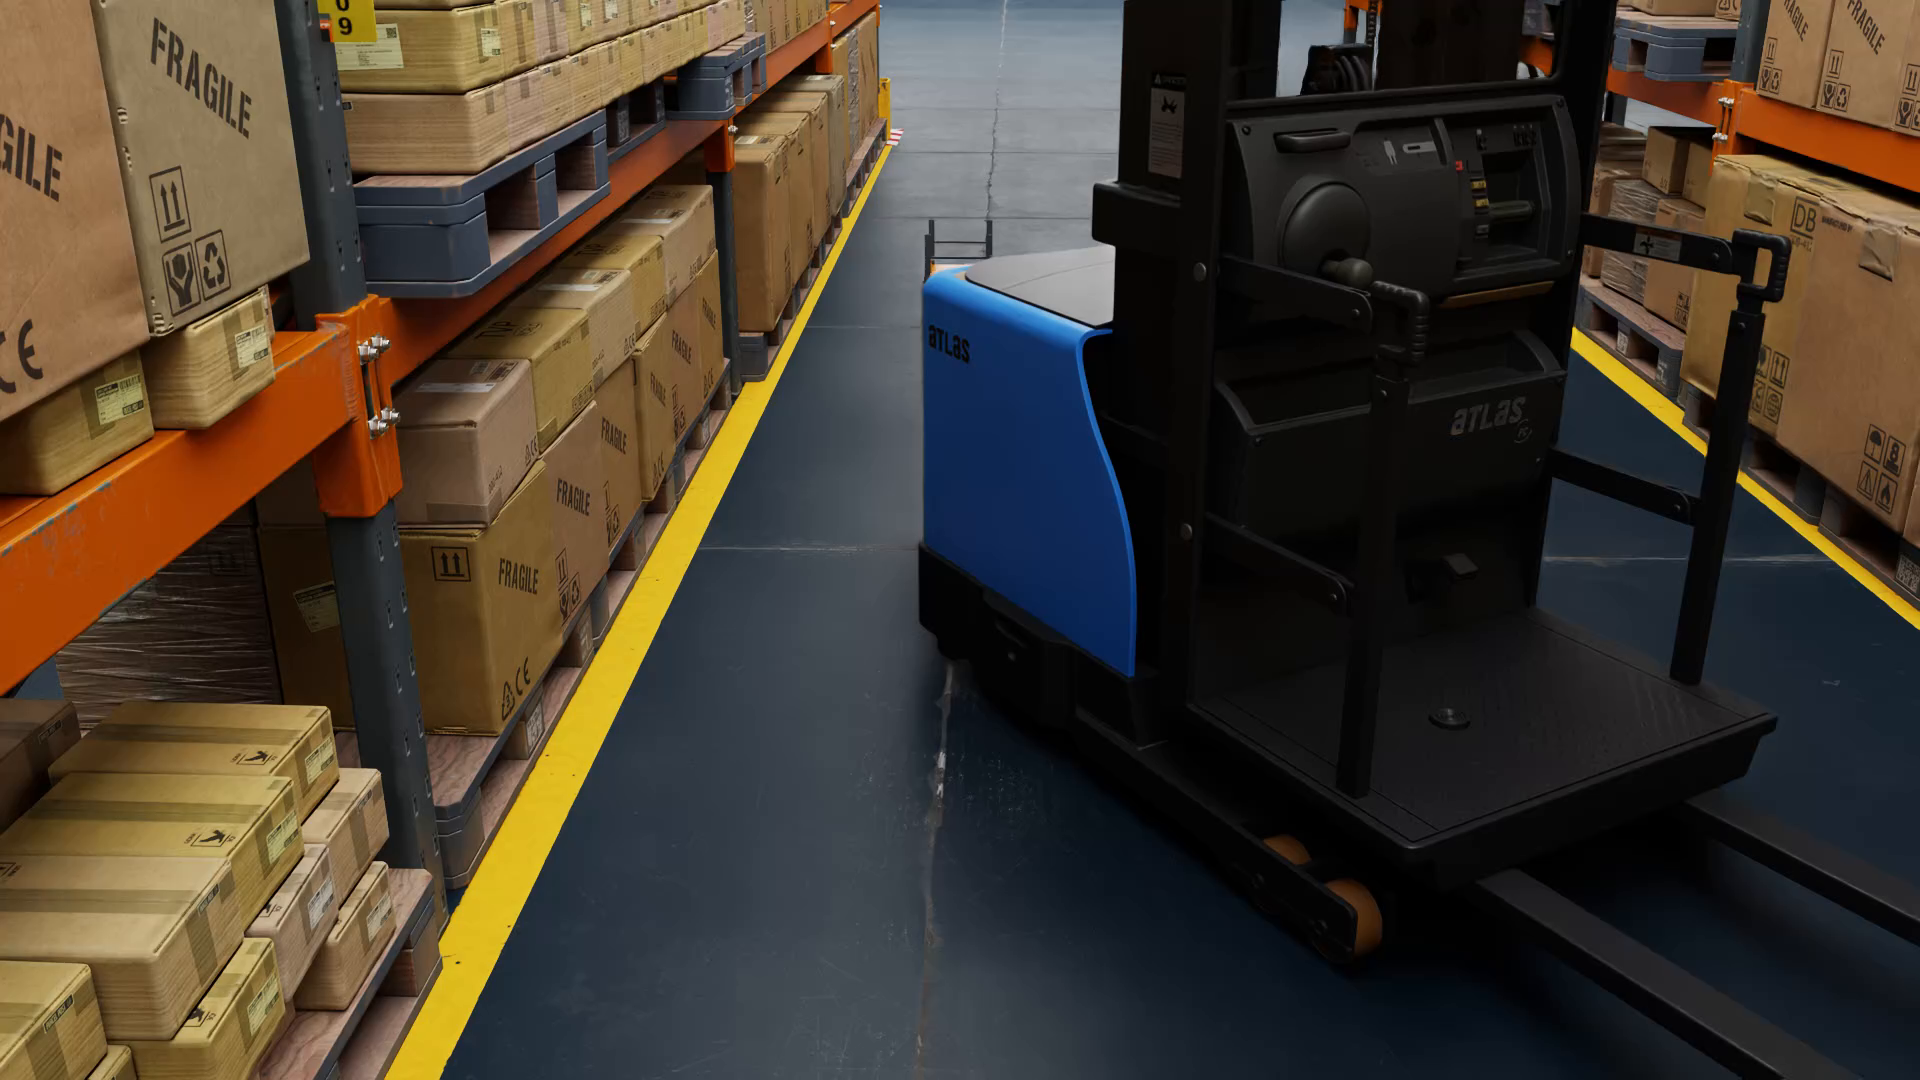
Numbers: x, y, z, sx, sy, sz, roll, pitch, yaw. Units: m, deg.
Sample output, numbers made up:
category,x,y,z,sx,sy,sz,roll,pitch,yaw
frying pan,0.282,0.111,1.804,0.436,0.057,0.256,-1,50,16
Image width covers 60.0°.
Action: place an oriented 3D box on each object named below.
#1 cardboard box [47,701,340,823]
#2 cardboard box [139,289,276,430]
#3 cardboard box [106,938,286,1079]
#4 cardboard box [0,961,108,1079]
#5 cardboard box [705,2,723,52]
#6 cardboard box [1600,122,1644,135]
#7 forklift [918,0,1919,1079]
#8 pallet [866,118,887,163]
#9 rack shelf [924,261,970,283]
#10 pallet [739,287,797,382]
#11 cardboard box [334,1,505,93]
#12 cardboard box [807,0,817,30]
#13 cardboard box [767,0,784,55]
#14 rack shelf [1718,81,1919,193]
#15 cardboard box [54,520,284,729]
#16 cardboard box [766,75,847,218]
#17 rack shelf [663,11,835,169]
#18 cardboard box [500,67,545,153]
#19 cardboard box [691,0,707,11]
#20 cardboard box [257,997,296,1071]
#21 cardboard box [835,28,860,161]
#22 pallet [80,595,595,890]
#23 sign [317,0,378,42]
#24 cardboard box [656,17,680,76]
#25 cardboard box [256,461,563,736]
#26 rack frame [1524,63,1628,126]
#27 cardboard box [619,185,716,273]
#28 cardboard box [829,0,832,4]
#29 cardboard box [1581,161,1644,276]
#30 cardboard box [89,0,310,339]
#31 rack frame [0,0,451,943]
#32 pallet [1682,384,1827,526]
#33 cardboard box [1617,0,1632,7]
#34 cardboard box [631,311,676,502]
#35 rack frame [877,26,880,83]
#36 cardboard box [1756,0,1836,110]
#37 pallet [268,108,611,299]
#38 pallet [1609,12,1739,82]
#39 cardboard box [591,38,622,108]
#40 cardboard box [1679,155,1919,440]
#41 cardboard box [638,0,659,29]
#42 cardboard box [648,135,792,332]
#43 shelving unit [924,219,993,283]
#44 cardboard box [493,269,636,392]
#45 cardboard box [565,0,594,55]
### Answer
category,x,y,z,sx,sy,sz,roll,pitch,yaw
cardboard box,-1.317,0.403,2.881,0.380,0.149,0.250,1,21,3
cardboard box,-1.240,-0.267,2.417,0.380,0.149,0.250,0,21,0
cardboard box,-1.244,0.723,2.468,0.380,0.149,0.250,0,21,0
cardboard box,-1.371,0.679,2.170,0.380,0.149,0.250,1,21,3
cardboard box,-1.017,-1.743,5.641,0.380,0.149,0.250,1,21,3
cardboard box,3.591,-2.204,9.909,0.700,0.500,0.500,-1,21,-3
forklift,1.060,-0.708,3.302,1.130,2.935,3.031,-12,24,-28
pallet,-1.147,-3.333,13.827,1.003,0.211,1.213,1,21,2
rack shelf,-0.002,-0.725,5.190,0.215,0.259,0.240,1,21,2
pallet,-1.345,-1.015,7.852,1.003,0.211,1.213,1,21,2
cardboard box,-1.095,-0.939,3.157,0.380,0.149,0.250,1,21,2
cardboard box,-1.087,-3.149,9.360,0.500,0.500,0.500,0,21,1
cardboard box,-1.133,-2.603,7.952,0.500,0.500,0.500,1,21,2
rack shelf,3.449,-0.881,4.647,1.077,0.370,4.000,1,21,2
cardboard box,-1.796,0.115,3.961,0.500,0.500,0.500,0,21,1
cardboard box,-1.252,-2.398,10.093,1.050,0.750,0.750,1,21,1
rack shelf,-1.384,-2.418,8.609,1.077,0.370,4.000,1,21,2
cardboard box,-1.092,-0.901,3.470,0.380,0.149,0.250,1,21,2
cardboard box,-1.024,-1.782,5.330,0.380,0.149,0.250,1,21,2
cardboard box,-1.329,0.788,2.713,0.380,0.149,0.250,1,21,3
cardboard box,-1.210,-3.235,12.075,0.875,0.875,0.875,1,21,2
pallet,-1.544,0.434,4.118,1.003,0.211,1.213,1,21,2
sign,-1.024,-0.985,2.723,0.100,0.325,0.005,1,21,2
cardboard box,-1.044,-1.462,4.917,0.380,0.149,0.250,1,21,3
cardboard box,-1.279,0.121,3.945,0.500,0.500,0.500,1,21,4
rack frame,3.632,-3.386,10.108,1.000,3.000,0.127,1,21,2
cardboard box,-1.203,-1.160,6.211,0.500,0.250,0.500,0,21,0
cardboard box,-1.330,-3.879,11.173,0.875,0.550,0.550,1,21,2
cardboard box,3.525,-1.627,8.424,0.700,0.500,0.500,2,21,6
cardboard box,-1.299,-0.591,2.357,0.500,0.500,0.500,1,21,2
rack frame,-1.566,-0.584,2.888,1.000,3.000,0.127,1,21,2
pallet,3.411,-0.355,6.152,1.003,0.211,1.213,1,21,2
cardboard box,3.291,-2.678,7.890,0.396,0.266,0.258,0,21,0
cardboard box,-1.223,-0.441,5.394,0.500,0.500,0.500,0,21,-1
rack frame,-1.201,-4.923,14.070,1.000,3.000,0.127,1,21,2
cardboard box,3.223,-1.813,5.917,0.500,0.500,0.500,1,21,3
pallet,-1.398,-0.769,3.631,1.003,0.211,1.213,1,21,2
pallet,3.425,-2.109,7.082,1.213,0.211,1.003,1,21,2
cardboard box,-1.064,-1.174,4.174,0.380,0.149,0.250,0,21,-1
cardboard box,3.468,-0.895,6.046,1.225,0.875,0.875,0,21,-1
cardboard box,-1.049,-1.504,4.615,0.380,0.149,0.250,0,21,1
cardboard box,-1.336,-1.397,7.511,1.050,0.750,0.750,0,21,1
shelving unit,-0.002,-0.470,5.289,0.215,1.050,0.252,1,21,2
cardboard box,-1.246,-0.605,4.781,0.500,0.250,0.500,1,21,4
cardboard box,-1.074,-1.220,3.882,0.380,0.149,0.250,0,21,-1
